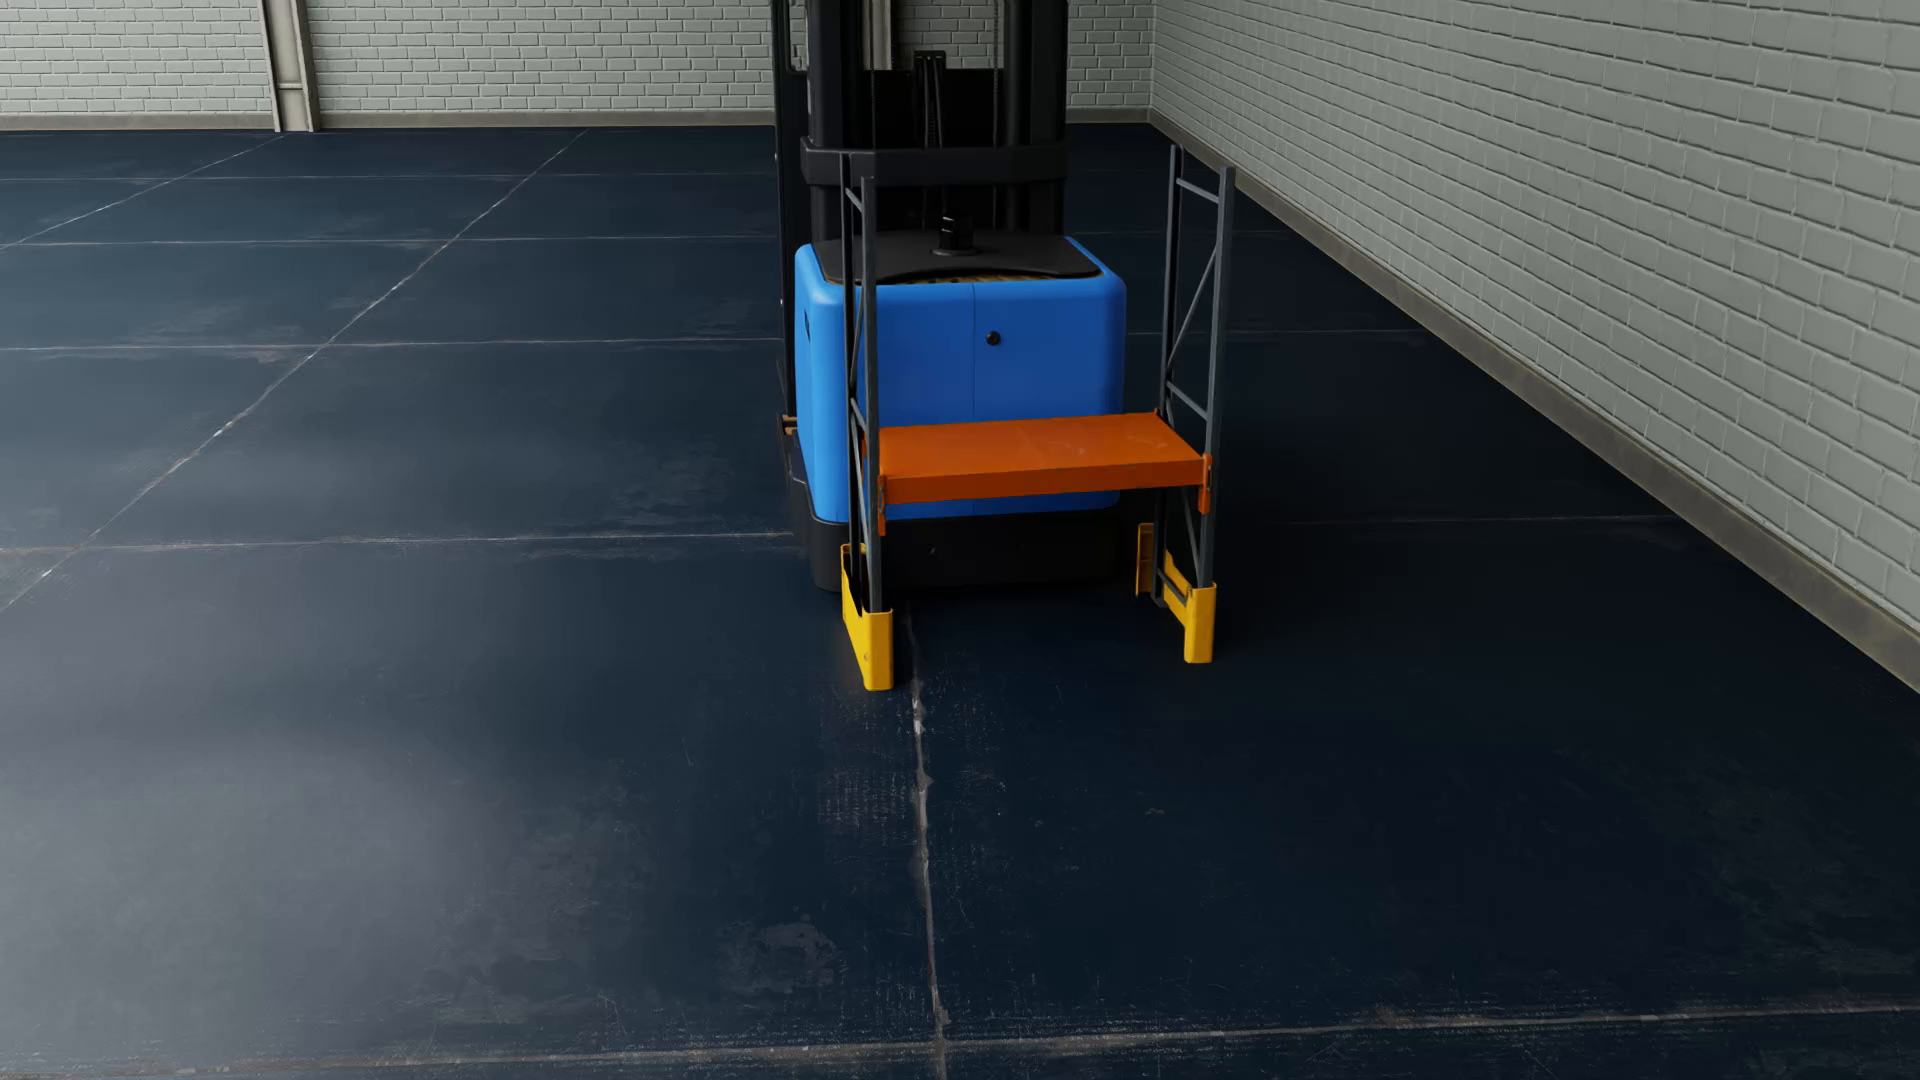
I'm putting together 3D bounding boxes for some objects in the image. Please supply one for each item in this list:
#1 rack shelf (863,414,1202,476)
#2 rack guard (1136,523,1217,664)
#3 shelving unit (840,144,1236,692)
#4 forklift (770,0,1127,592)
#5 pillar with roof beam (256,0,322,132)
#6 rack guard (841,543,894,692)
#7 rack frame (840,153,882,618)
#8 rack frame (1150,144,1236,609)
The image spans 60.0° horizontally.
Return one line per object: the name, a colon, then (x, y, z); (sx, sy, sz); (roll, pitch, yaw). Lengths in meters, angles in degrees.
rack shelf: (0.208, -0.283, 5.074); (0.952, 0.026, 0.459); (-4, 21, -10)
rack guard: (0.688, 0.162, 5.344); (0.087, 0.250, 0.587); (-4, 21, -10)
shelving unit: (0.199, -0.388, 5.032); (1.083, 1.500, 0.587); (-4, 21, -10)
forklift: (-15.140, -3.003, 9.889); (29.544, 2.935, 14.953); (-3, 21, -8)
pillar with roof beam: (-6.662, -6.963, 11.761); (0.400, 9.000, 9.100); (-1, 21, -3)
rack guard: (-0.290, 0.230, 5.166); (0.087, 0.250, 0.587); (-4, 21, -10)
rack frame: (-0.291, -0.354, 4.943); (0.032, 1.500, 0.500); (-4, 21, -10)
rack frame: (0.707, -0.423, 5.125); (0.032, 1.500, 0.500); (-4, 21, -10)
